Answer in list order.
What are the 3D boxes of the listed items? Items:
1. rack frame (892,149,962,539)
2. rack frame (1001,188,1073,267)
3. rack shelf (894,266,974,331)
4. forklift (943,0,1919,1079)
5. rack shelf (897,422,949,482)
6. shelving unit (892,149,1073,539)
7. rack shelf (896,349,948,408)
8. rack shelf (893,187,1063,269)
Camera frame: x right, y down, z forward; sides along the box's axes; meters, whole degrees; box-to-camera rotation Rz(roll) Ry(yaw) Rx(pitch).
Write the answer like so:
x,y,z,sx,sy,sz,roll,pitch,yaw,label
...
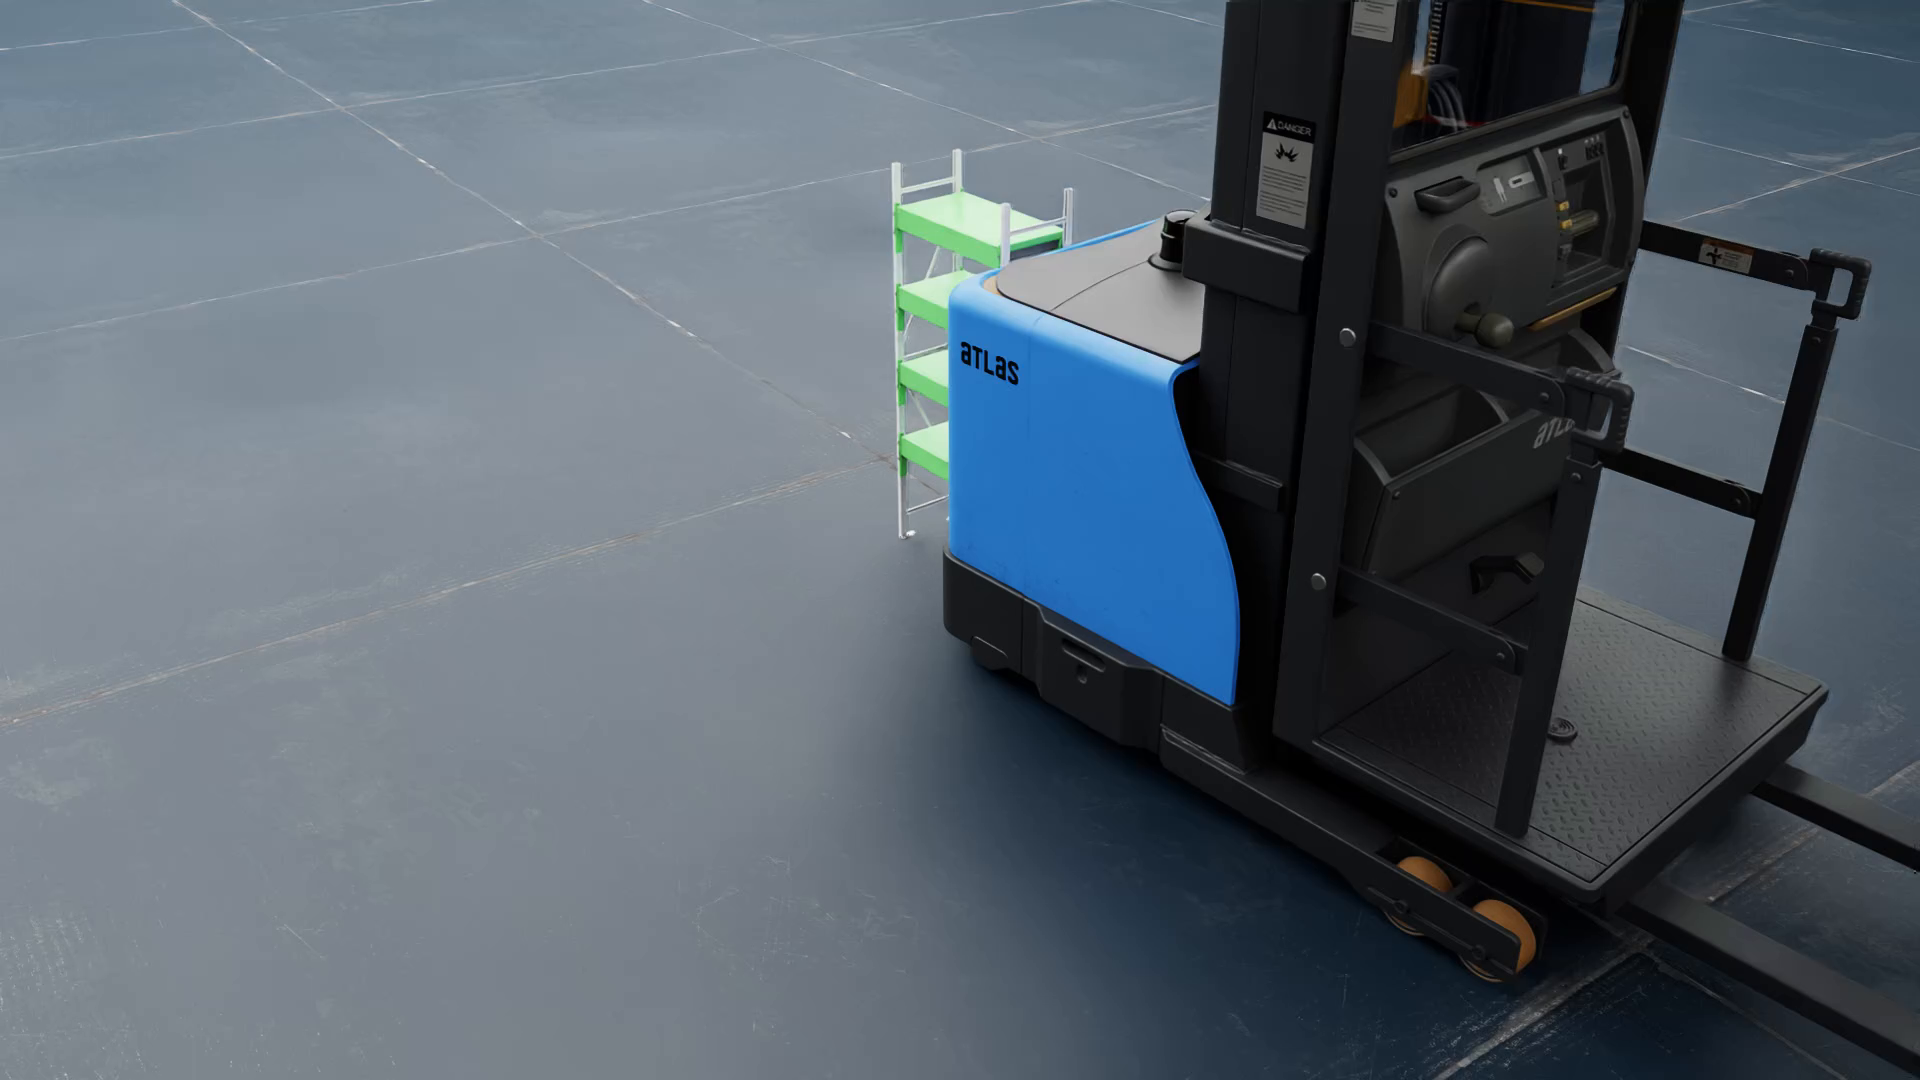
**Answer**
x,y,z,sx,sy,sz,roll,pitch,yaw,label
-0.094,-0.568,5.039,0.240,1.200,0.015,-20,35,-33,rack frame
0.206,-0.385,4.701,0.240,1.200,0.015,-20,35,-33,rack frame
0.056,-0.631,4.786,0.258,0.148,0.480,-20,35,-33,rack shelf
1.314,-0.629,3.338,1.130,2.935,3.031,-23,36,-36,forklift
0.056,-0.210,5.015,0.258,0.148,0.480,-20,35,-33,rack shelf
0.056,-0.477,4.870,0.258,1.200,0.503,-20,35,-33,shelving unit
0.056,-0.420,4.901,0.258,0.148,0.480,-20,35,-33,rack shelf
0.056,-0.842,4.672,0.258,0.148,0.480,-20,35,-33,rack shelf
